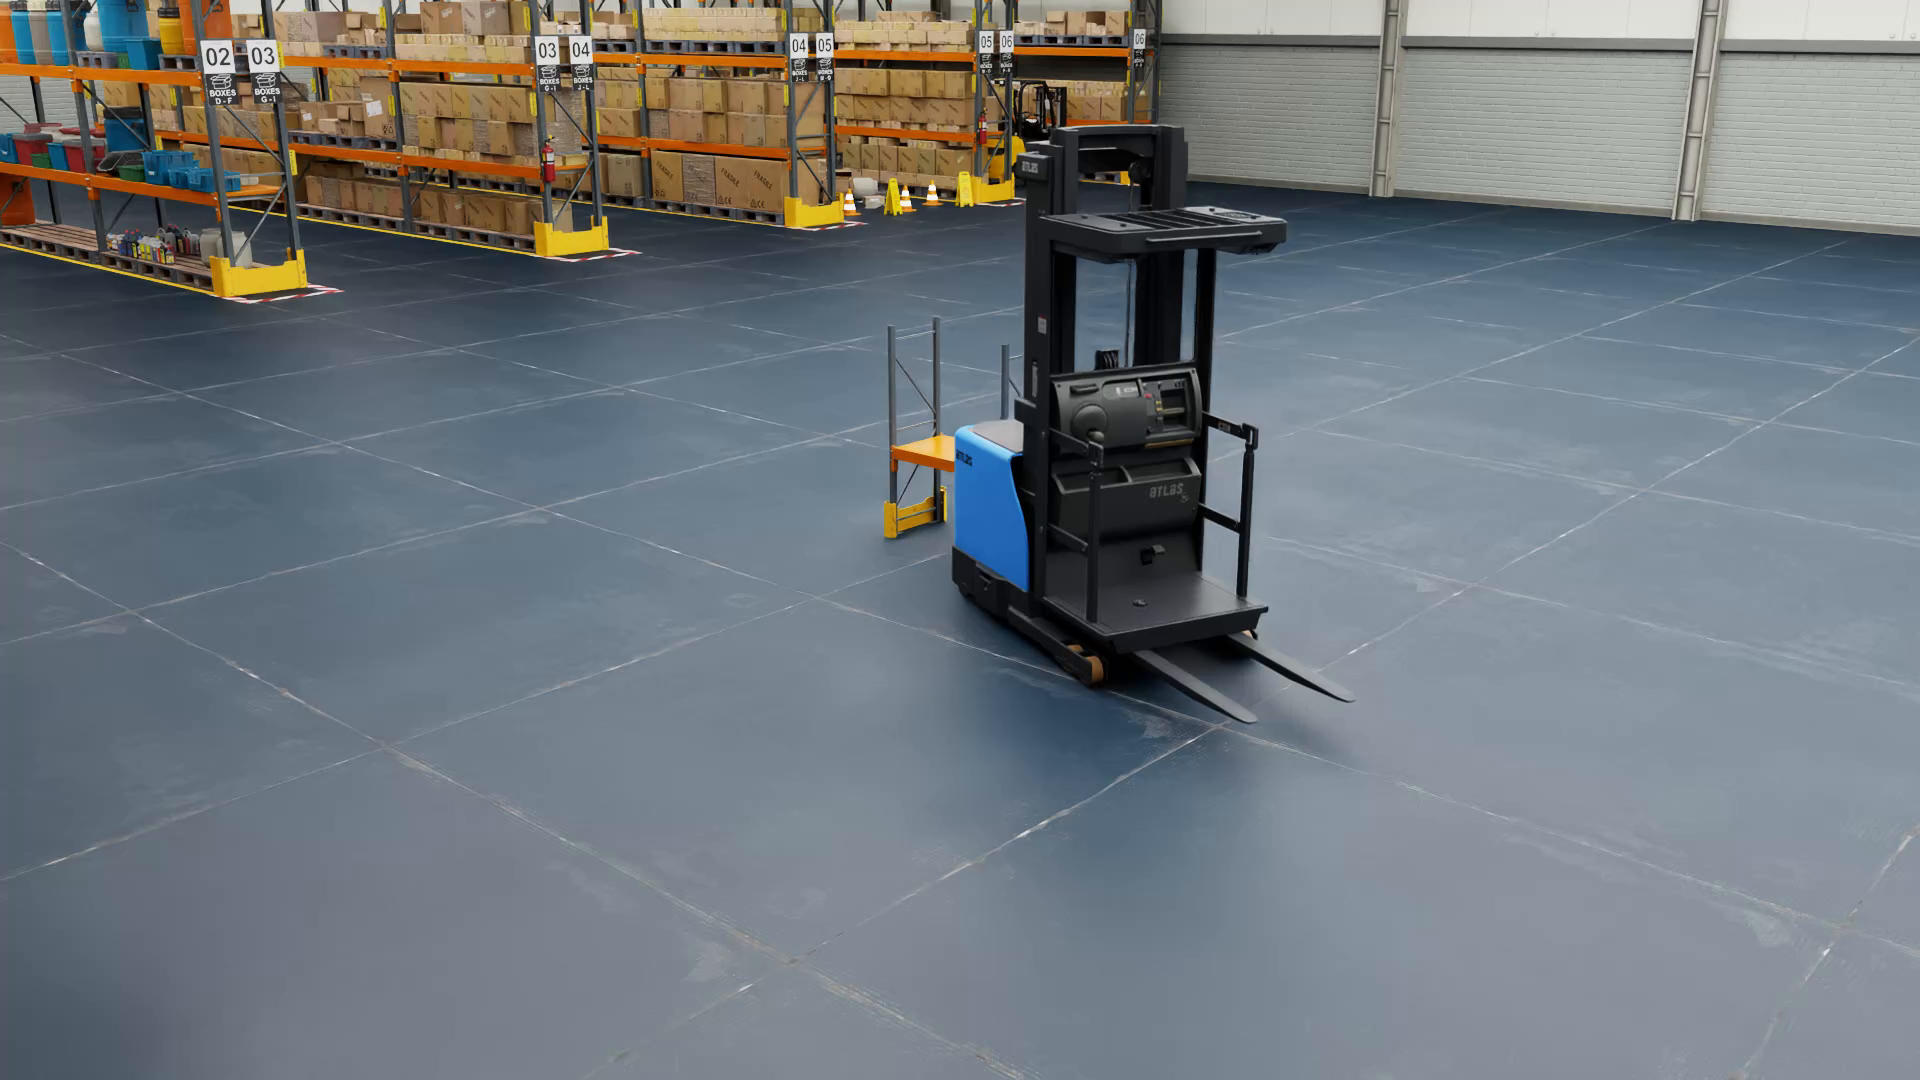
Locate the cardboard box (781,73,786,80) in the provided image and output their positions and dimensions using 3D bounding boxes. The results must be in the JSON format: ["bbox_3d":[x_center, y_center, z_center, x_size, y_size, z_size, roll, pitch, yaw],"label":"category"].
[{"bbox_3d":[-3.584,-9.840,35.308,0.250,0.149,0.380,14,22,37],"label":"cardboard box"}]

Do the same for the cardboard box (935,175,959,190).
[{"bbox_3d":[-0.153,-7.107,32.972,0.500,0.250,0.500,15,23,39],"label":"cardboard box"}]

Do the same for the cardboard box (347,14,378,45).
[{"bbox_3d":[-9.913,-8.657,28.181,0.637,0.503,0.797,16,24,41],"label":"cardboard box"}]

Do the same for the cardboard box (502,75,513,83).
[{"bbox_3d":[-11.149,-11.687,41.734,0.500,0.500,0.500,14,23,38],"label":"cardboard box"}]

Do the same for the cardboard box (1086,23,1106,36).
[{"bbox_3d":[2.929,-10.997,35.782,0.258,0.266,0.396,15,23,39],"label":"cardboard box"}]

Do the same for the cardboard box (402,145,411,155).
[{"bbox_3d":[-8.960,-6.441,27.438,0.250,0.149,0.380,15,23,39],"label":"cardboard box"}]

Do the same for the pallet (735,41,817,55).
[{"bbox_3d":[-3.124,-8.505,28.713,1.213,0.211,1.003,15,23,39],"label":"pallet"}]

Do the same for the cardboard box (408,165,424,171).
[{"bbox_3d":[-12.057,-8.223,36.657,0.250,0.149,0.380,15,23,40],"label":"cardboard box"}]

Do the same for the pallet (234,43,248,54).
[{"bbox_3d":[-12.430,-8.932,30.225,1.003,0.211,1.213,16,24,42],"label":"pallet"}]

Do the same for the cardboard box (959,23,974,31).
[{"bbox_3d":[0.199,-9.802,31.752,0.250,0.149,0.380,15,23,40],"label":"cardboard box"}]

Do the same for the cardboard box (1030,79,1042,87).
[{"bbox_3d":[1.778,-10.203,37.148,0.250,0.149,0.380,15,23,38],"label":"cardboard box"}]

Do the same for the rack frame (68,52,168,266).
[{"bbox_3d":[-12.209,-5.552,24.219,0.127,3.000,1.000,15,23,39],"label":"rack frame"}]

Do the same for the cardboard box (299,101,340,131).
[{"bbox_3d":[-11.483,-7.624,29.889,0.500,0.500,0.500,12,21,33],"label":"cardboard box"}]

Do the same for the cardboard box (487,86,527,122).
[{"bbox_3d":[-6.883,-6.689,25.492,0.500,0.500,0.500,15,23,39],"label":"cardboard box"}]

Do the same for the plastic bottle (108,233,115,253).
[{"bbox_3d":[-12.262,-4.298,24.051,0.097,0.271,0.097,0,18,0],"label":"plastic bottle"}]

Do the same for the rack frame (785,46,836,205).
[{"bbox_3d":[-2.562,-6.971,28.692,0.127,3.000,1.000,15,23,39],"label":"rack frame"}]

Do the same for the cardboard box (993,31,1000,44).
[{"bbox_3d":[0.449,-9.772,32.317,0.500,0.250,0.500,15,23,38],"label":"cardboard box"}]

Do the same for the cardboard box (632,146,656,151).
[{"bbox_3d":[-7.130,-9.422,39.233,0.875,0.875,0.875,16,24,41],"label":"cardboard box"}]

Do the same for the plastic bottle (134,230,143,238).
[{"bbox_3d":[-11.785,-4.275,23.850,0.185,0.351,0.144,15,23,39],"label":"plastic bottle"}]

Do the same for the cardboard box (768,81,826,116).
[{"bbox_3d":[-2.814,-7.640,28.768,0.550,0.550,0.875,15,23,39],"label":"cardboard box"}]

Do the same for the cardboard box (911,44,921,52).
[{"bbox_3d":[-0.744,-9.693,32.725,0.250,0.149,0.380,14,22,38],"label":"cardboard box"}]

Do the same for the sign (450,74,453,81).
[{"bbox_3d":[-11.172,-10.059,36.506,0.005,0.325,0.100,15,23,39],"label":"sign"}]

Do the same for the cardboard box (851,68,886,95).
[{"bbox_3d":[-1.791,-9.335,33.832,0.500,0.500,0.700,15,23,40],"label":"cardboard box"}]

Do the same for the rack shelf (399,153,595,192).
[{"bbox_3d":[-7.426,-5.928,26.594,4.000,0.370,1.077,15,23,39],"label":"rack shelf"}]

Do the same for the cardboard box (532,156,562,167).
[{"bbox_3d":[-6.280,-5.760,25.291,0.250,0.149,0.380,15,23,39],"label":"cardboard box"}]

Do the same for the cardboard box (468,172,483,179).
[{"bbox_3d":[-10.003,-7.867,34.952,0.500,0.500,0.500,14,22,37],"label":"cardboard box"}]

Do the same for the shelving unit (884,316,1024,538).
[{"bbox_3d":[0.057,-0.700,11.410,1.083,1.500,0.587,15,23,39],"label":"shelving unit"}]

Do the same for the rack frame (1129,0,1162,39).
[{"bbox_3d":[3.940,-12.094,34.918,0.127,3.000,1.000,15,23,39],"label":"rack frame"}]

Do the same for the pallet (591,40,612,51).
[{"bbox_3d":[-7.190,-9.576,32.253,1.213,0.211,1.003,16,24,42],"label":"pallet"}]

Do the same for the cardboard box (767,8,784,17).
[{"bbox_3d":[-3.039,-8.900,28.048,0.250,0.149,0.380,15,23,40],"label":"cardboard box"}]

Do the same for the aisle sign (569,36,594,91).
[{"bbox_3d":[-5.684,-7.164,25.001,0.004,0.787,0.394,15,23,39],"label":"aisle sign"}]

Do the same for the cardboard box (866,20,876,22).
[{"bbox_3d":[-2.135,-12.668,40.781,0.250,0.149,0.380,14,22,37],"label":"cardboard box"}]

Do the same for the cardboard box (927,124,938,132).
[{"bbox_3d":[-0.427,-8.145,32.807,0.250,0.149,0.380,16,23,40],"label":"cardboard box"}]

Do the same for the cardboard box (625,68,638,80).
[{"bbox_3d":[-7.416,-10.694,38.606,0.500,0.500,0.500,14,23,38],"label":"cardboard box"}]

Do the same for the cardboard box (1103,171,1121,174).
[{"bbox_3d":[3.379,-8.147,36.250,0.500,0.250,0.500,15,23,40],"label":"cardboard box"}]

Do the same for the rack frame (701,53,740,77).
[{"bbox_3d":[-5.335,-9.717,37.346,0.127,3.000,1.000,15,23,39],"label":"rack frame"}]

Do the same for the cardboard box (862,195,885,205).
[{"bbox_3d":[-1.672,-6.558,32.104,0.380,0.149,0.250,-6,18,-18],"label":"cardboard box"}]

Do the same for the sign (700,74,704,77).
[{"bbox_3d":[-5.701,-10.143,36.773,0.005,0.325,0.100,15,23,39],"label":"sign"}]

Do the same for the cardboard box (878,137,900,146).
[{"bbox_3d":[-1.439,-8.096,33.776,0.250,0.149,0.380,17,24,42],"label":"cardboard box"}]

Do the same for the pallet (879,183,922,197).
[{"bbox_3d":[-0.901,-7.213,34.066,1.213,0.211,1.003,15,23,39],"label":"pallet"}]

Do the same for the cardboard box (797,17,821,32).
[{"bbox_3d":[-2.753,-8.874,28.625,0.500,0.250,0.500,15,23,39],"label":"cardboard box"}]

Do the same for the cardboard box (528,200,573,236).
[{"bbox_3d":[-6.386,-5.007,25.941,0.500,0.500,0.500,-13,22,-36],"label":"cardboard box"}]

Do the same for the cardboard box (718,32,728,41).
[{"bbox_3d":[-3.986,-8.774,28.970,0.250,0.149,0.380,15,23,40],"label":"cardboard box"}]

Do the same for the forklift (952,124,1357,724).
[{"bbox_3d":[1.047,-0.745,9.187,1.130,2.935,3.031,-8,19,-25],"label":"forklift"}]

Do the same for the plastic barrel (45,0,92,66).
[{"bbox_3d":[-12.734,-7.273,23.857,0.708,0.901,0.600,15,23,39],"label":"plastic barrel"}]

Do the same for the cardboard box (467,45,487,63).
[{"bbox_3d":[-7.212,-7.471,25.557,0.500,0.250,0.500,16,23,40],"label":"cardboard box"}]

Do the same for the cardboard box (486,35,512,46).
[{"bbox_3d":[-6.942,-7.556,25.167,0.250,0.149,0.380,15,23,40],"label":"cardboard box"}]

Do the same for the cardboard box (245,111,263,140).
[{"bbox_3d":[-12.816,-7.667,30.721,0.500,0.500,0.500,15,23,39],"label":"cardboard box"}]

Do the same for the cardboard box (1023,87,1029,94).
[{"bbox_3d":[1.556,-10.107,37.337,0.250,0.149,0.380,16,23,40],"label":"cardboard box"}]

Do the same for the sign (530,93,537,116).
[{"bbox_3d":[-6.313,-6.450,24.614,0.005,0.325,0.100,15,23,39],"label":"sign"}]
